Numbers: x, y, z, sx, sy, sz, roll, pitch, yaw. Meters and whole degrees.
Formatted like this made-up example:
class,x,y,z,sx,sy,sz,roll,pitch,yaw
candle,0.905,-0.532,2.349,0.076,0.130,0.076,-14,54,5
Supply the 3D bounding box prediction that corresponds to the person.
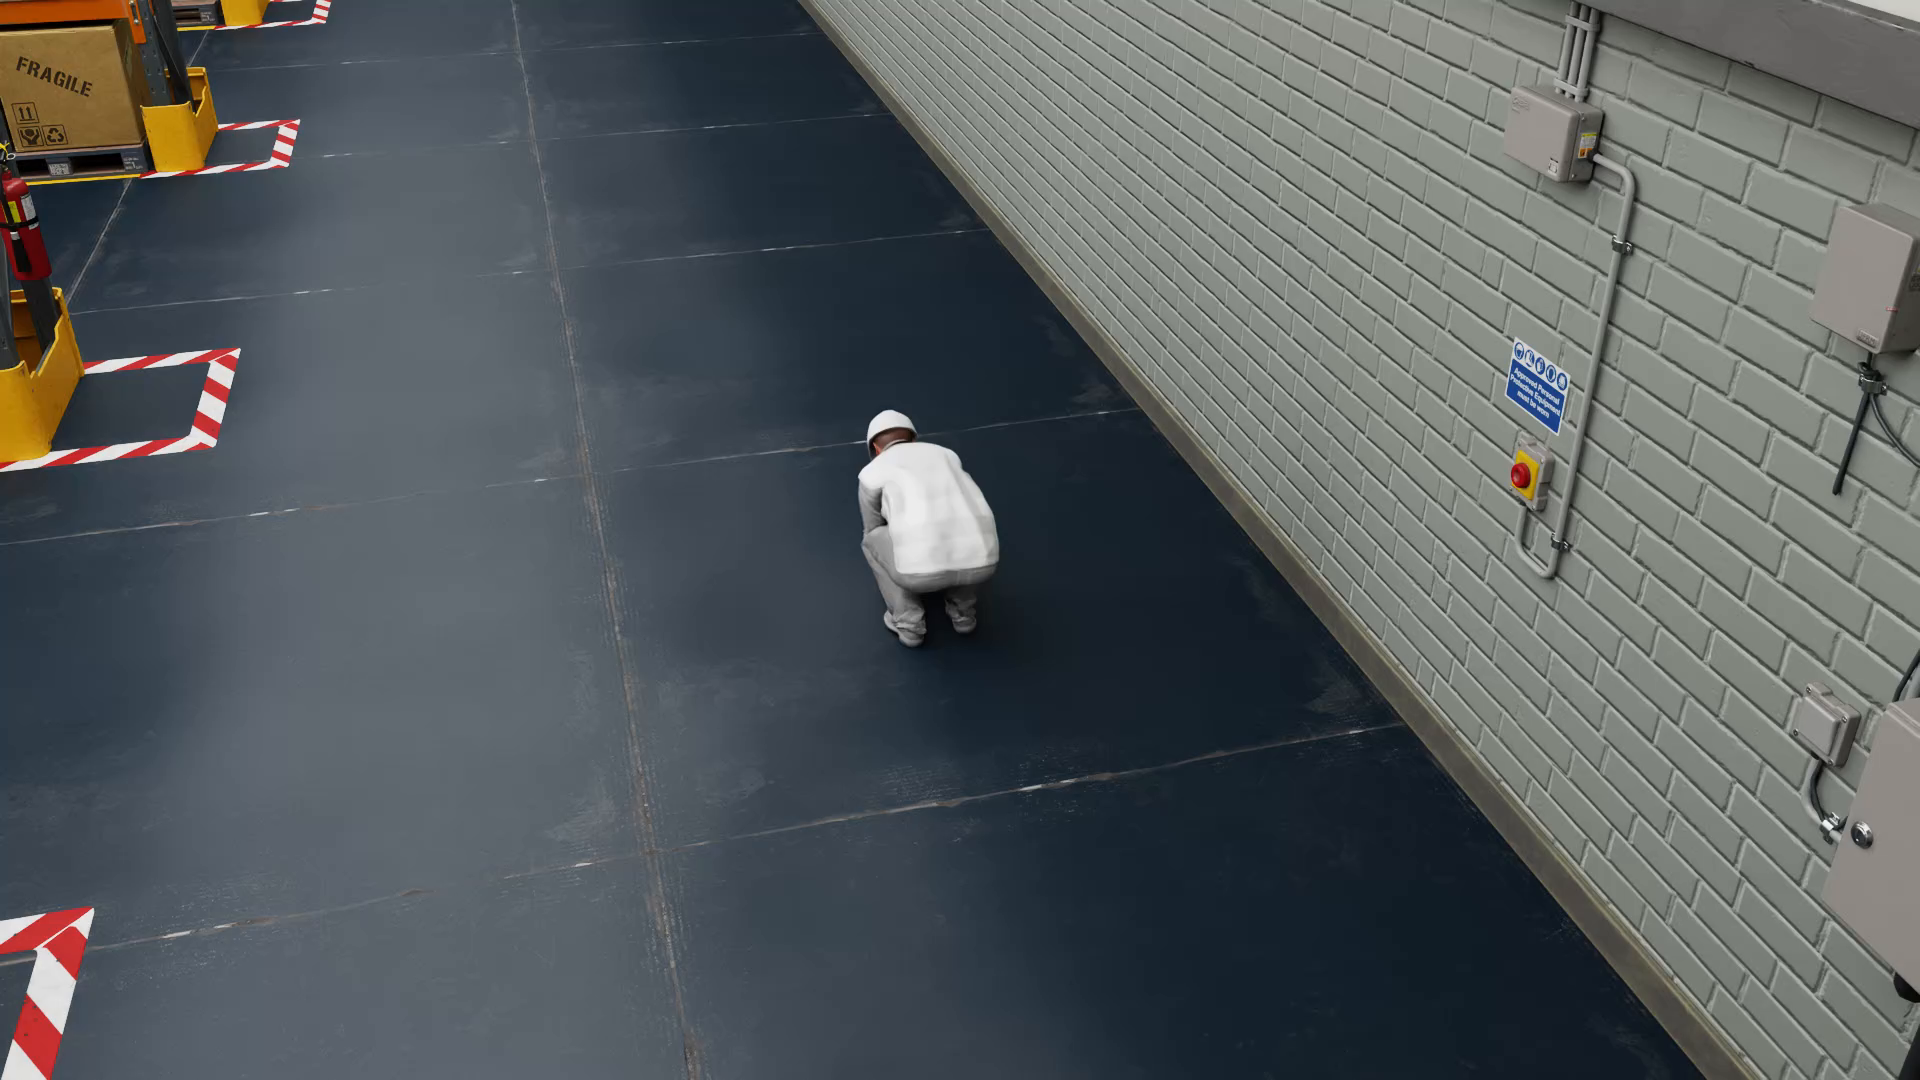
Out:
class,x,y,z,sx,sy,sz,roll,pitch,yaw
person,-0.166,-0.016,7.192,0.511,0.848,0.967,-8,31,-14
